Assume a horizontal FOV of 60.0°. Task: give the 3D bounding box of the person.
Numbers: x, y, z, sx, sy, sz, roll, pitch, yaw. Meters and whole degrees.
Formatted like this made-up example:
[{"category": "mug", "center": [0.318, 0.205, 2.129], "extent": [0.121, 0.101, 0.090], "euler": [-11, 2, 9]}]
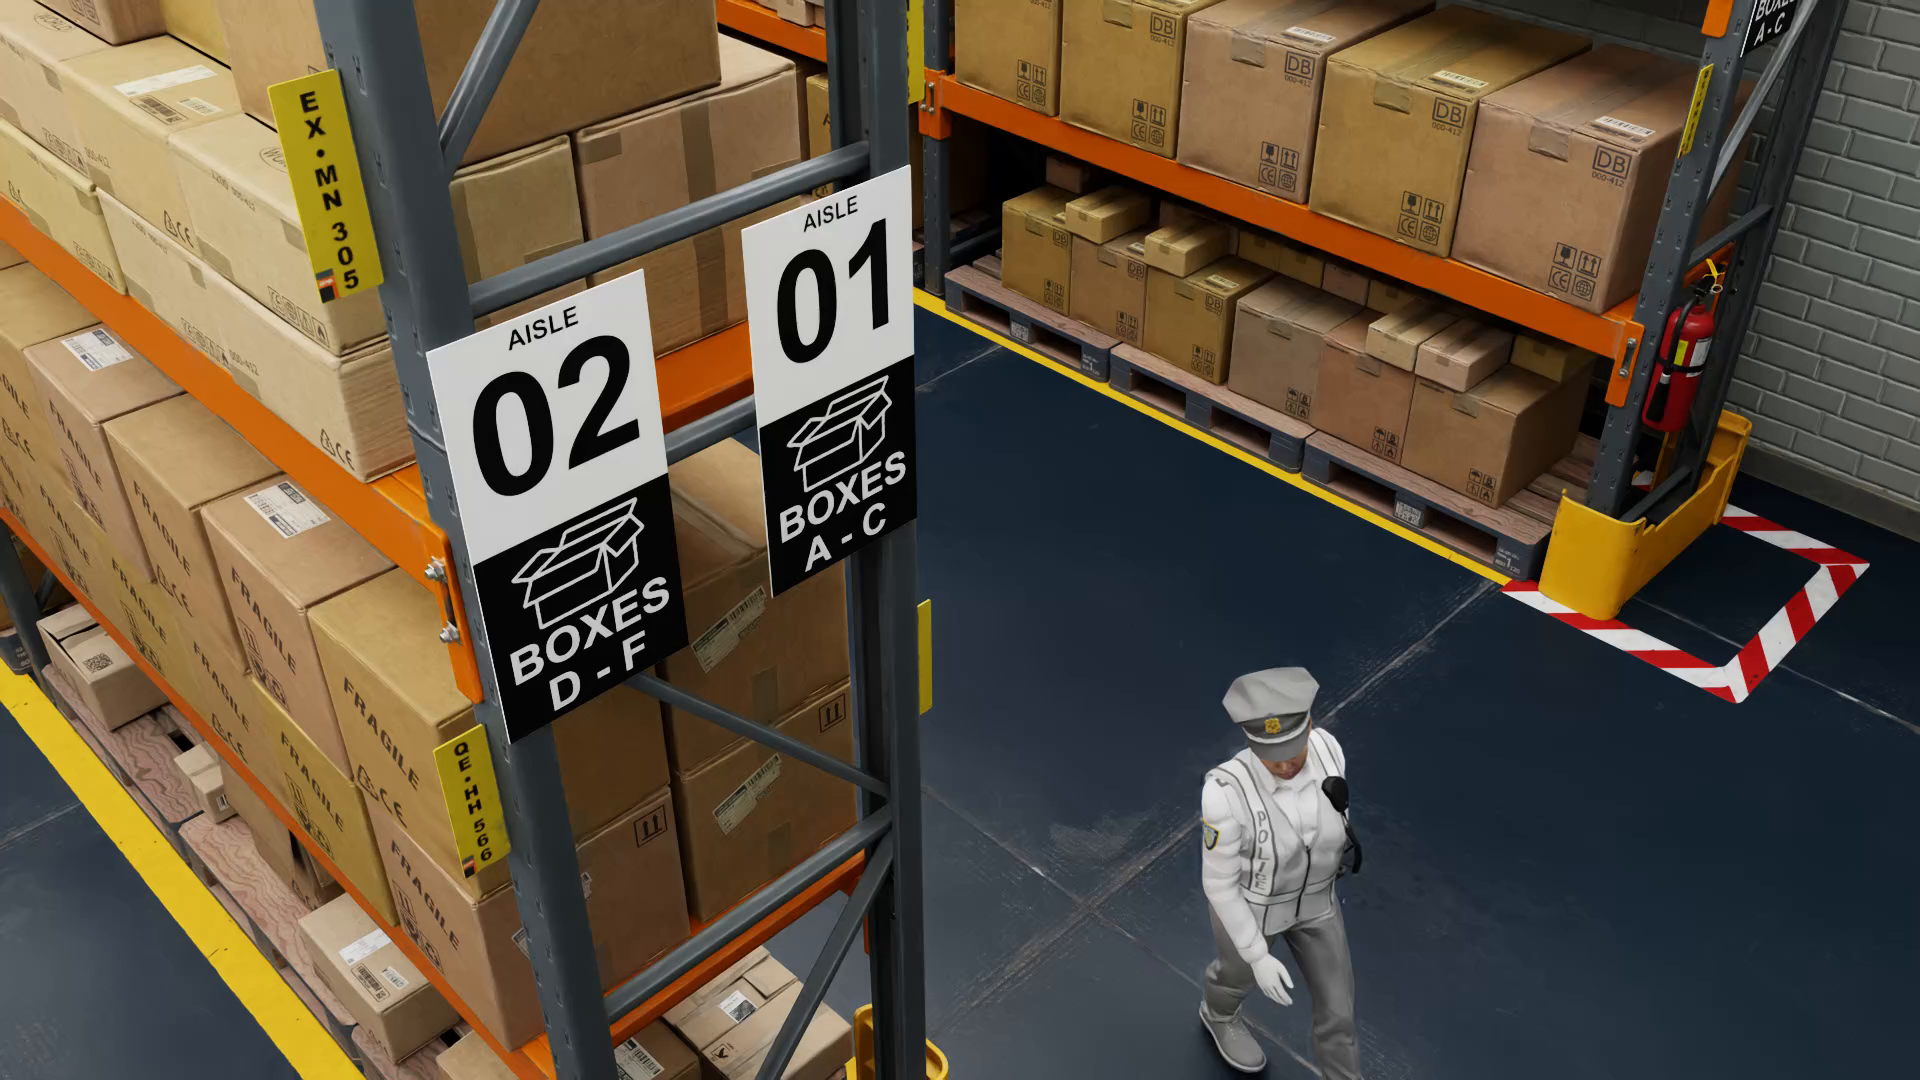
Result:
[{"category": "person", "center": [0.930, 1.074, 4.640], "extent": [0.548, 1.665, 0.758], "euler": [-13, 38, -17]}]
